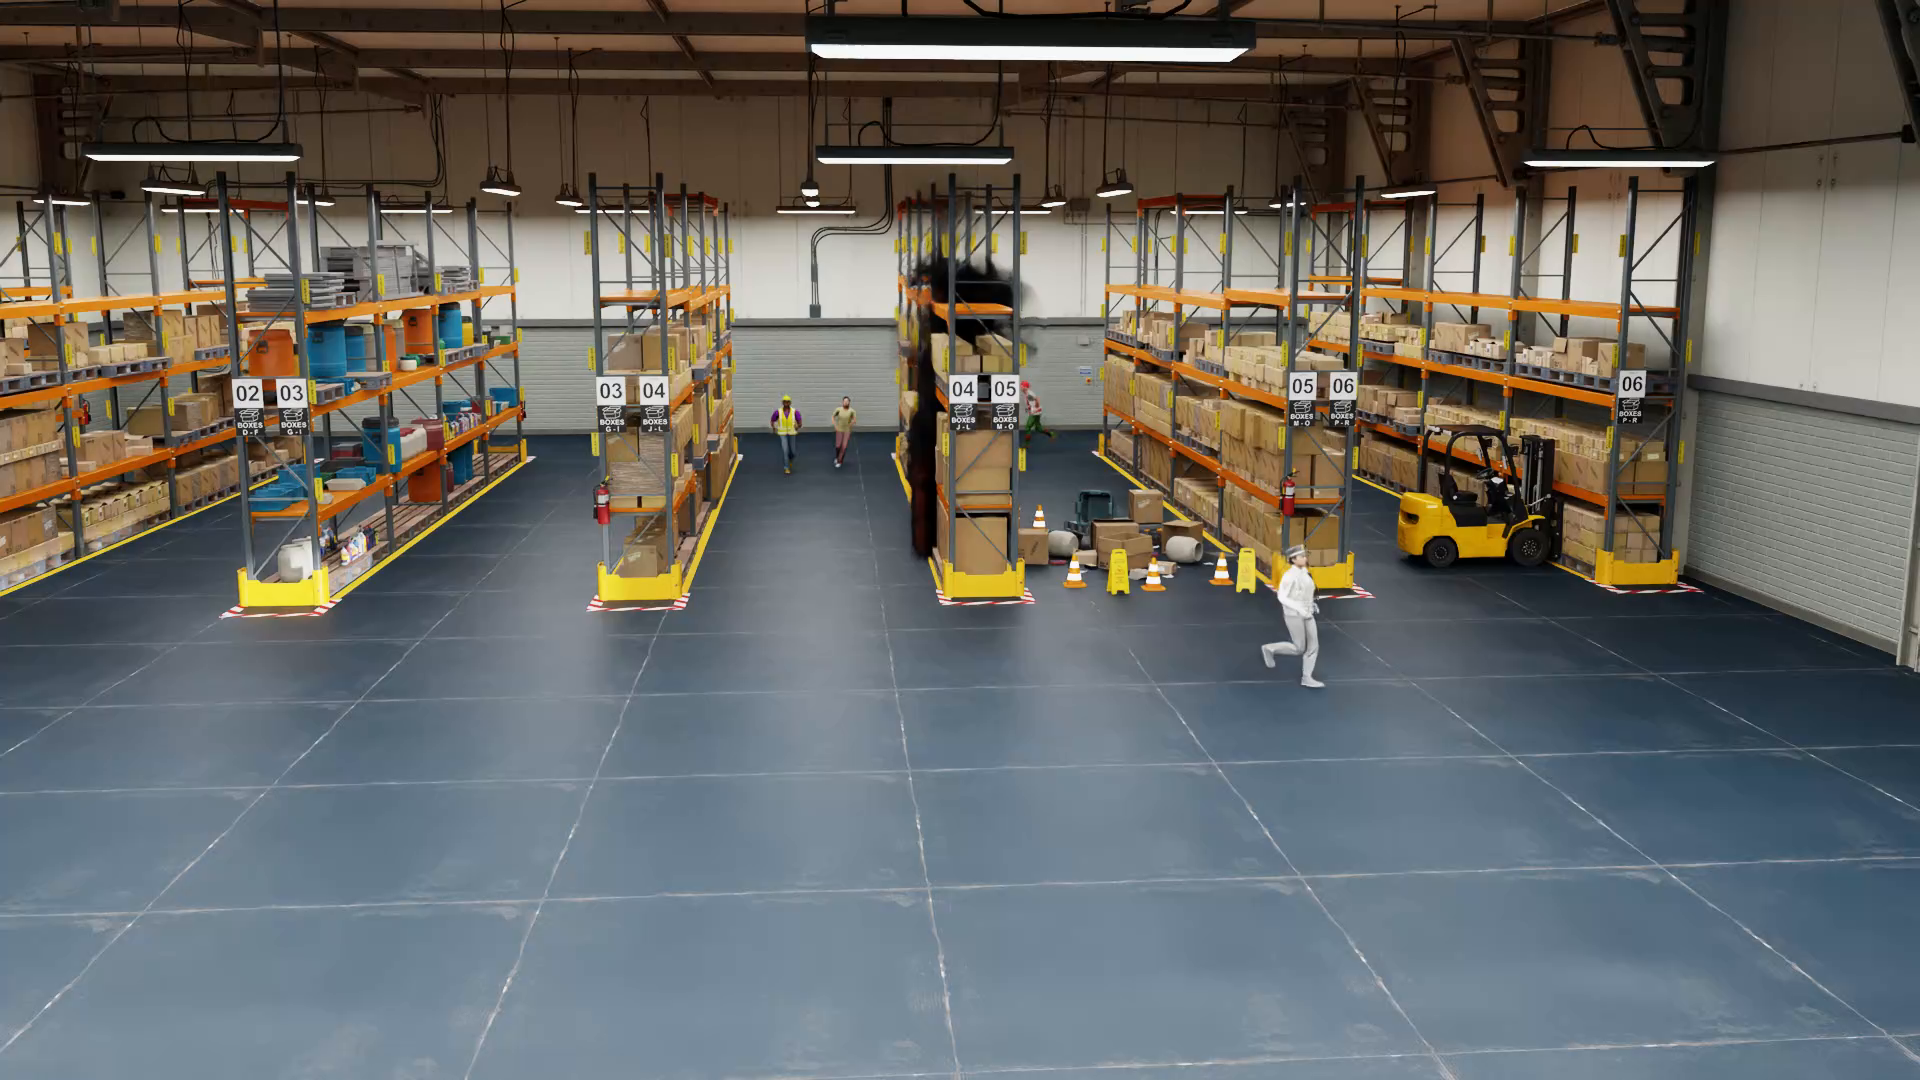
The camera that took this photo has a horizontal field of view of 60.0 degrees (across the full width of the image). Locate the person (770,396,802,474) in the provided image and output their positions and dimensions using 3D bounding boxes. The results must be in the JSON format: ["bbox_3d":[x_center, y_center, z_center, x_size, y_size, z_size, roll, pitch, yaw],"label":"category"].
[{"bbox_3d":[-3.861,-2.338,36.987,0.695,1.723,0.694,-2,10,-10],"label":"person"}]

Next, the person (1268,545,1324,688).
[{"bbox_3d":[3.922,0.860,19.130,0.681,1.648,0.632,9,13,41],"label":"person"}]

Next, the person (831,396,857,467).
[{"bbox_3d":[-2.635,-2.472,37.968,0.580,1.629,0.519,-1,10,-7],"label":"person"}]

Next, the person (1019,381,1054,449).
[{"bbox_3d":[1.882,-3.093,41.399,0.990,1.735,0.670,-2,10,-13],"label":"person"}]
